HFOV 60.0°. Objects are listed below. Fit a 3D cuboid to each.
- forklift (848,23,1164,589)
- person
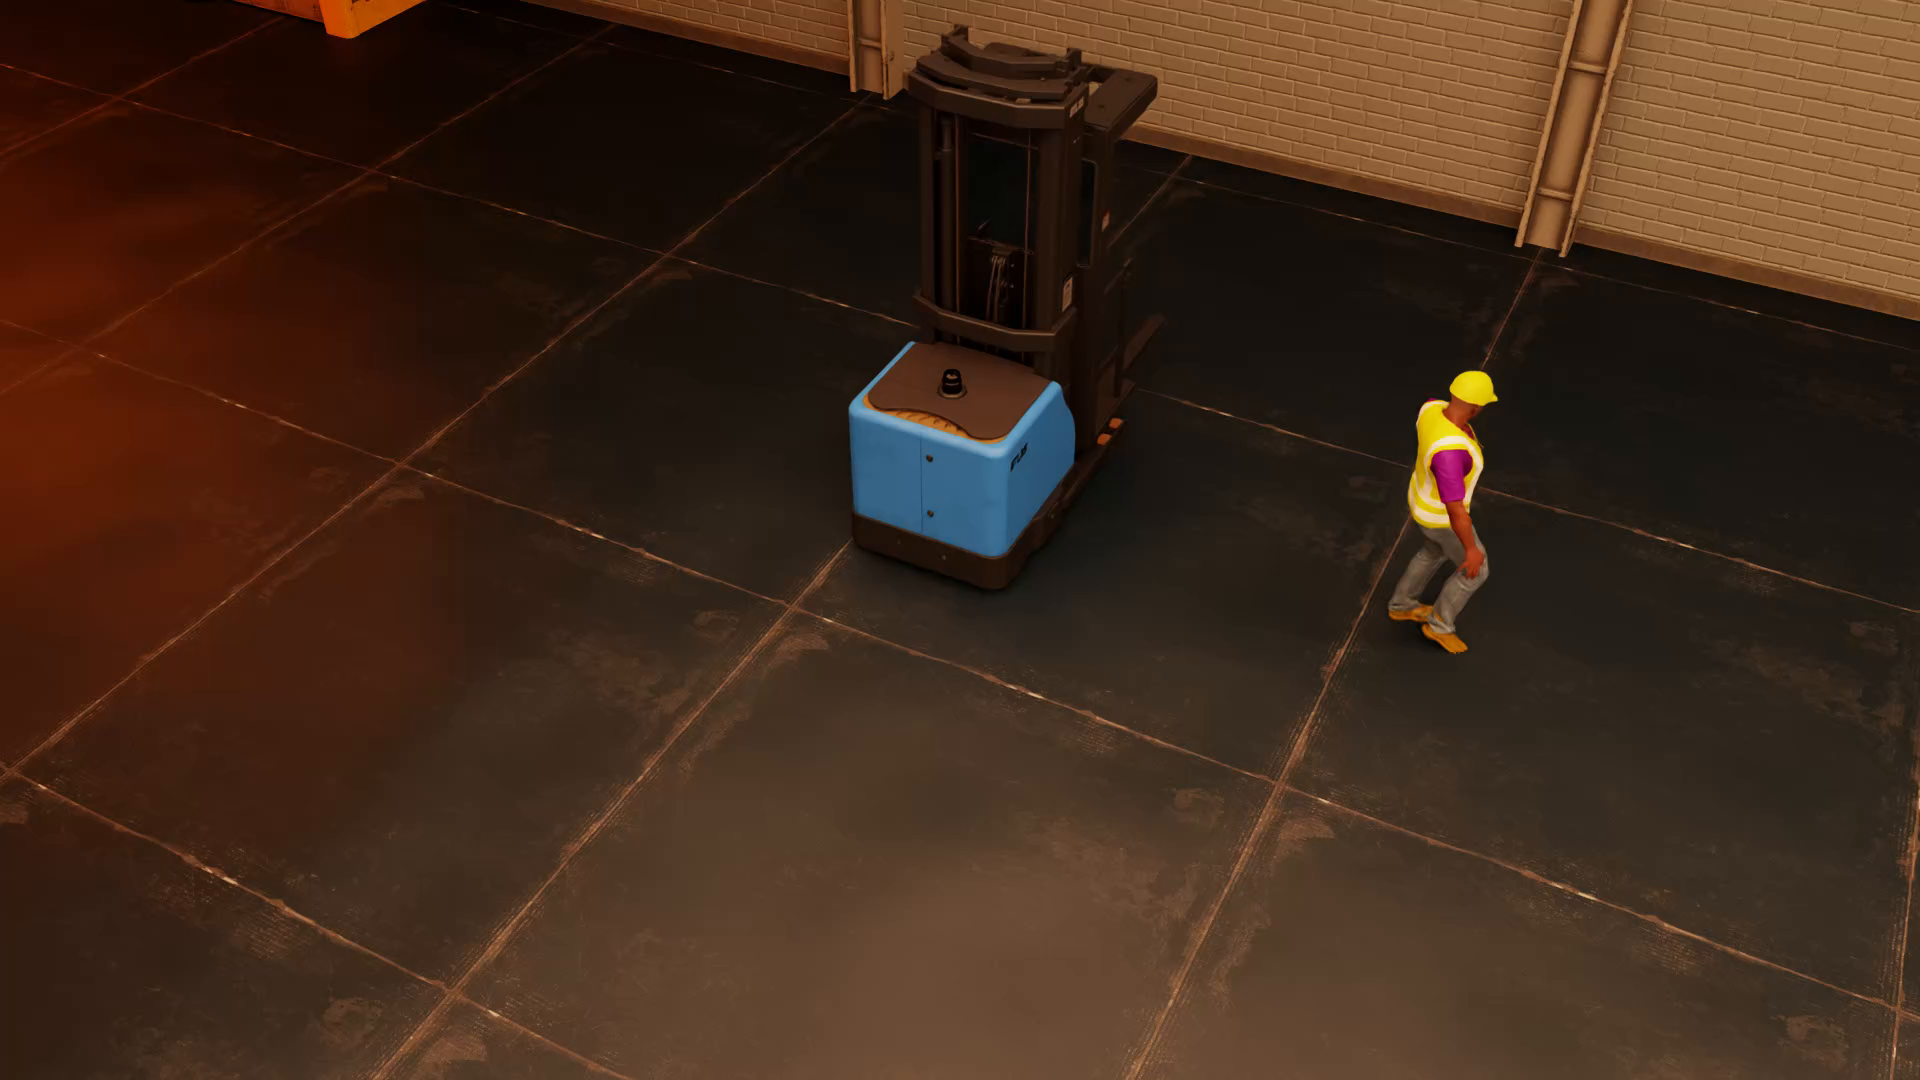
[{"bbox_3d":[0.461,-1.773,10.092,1.130,2.935,3.031,18,43,20],"label":"forklift"},{"bbox_3d":[2.693,-0.211,9.112,0.497,1.681,0.966,3,40,4],"label":"person"}]
